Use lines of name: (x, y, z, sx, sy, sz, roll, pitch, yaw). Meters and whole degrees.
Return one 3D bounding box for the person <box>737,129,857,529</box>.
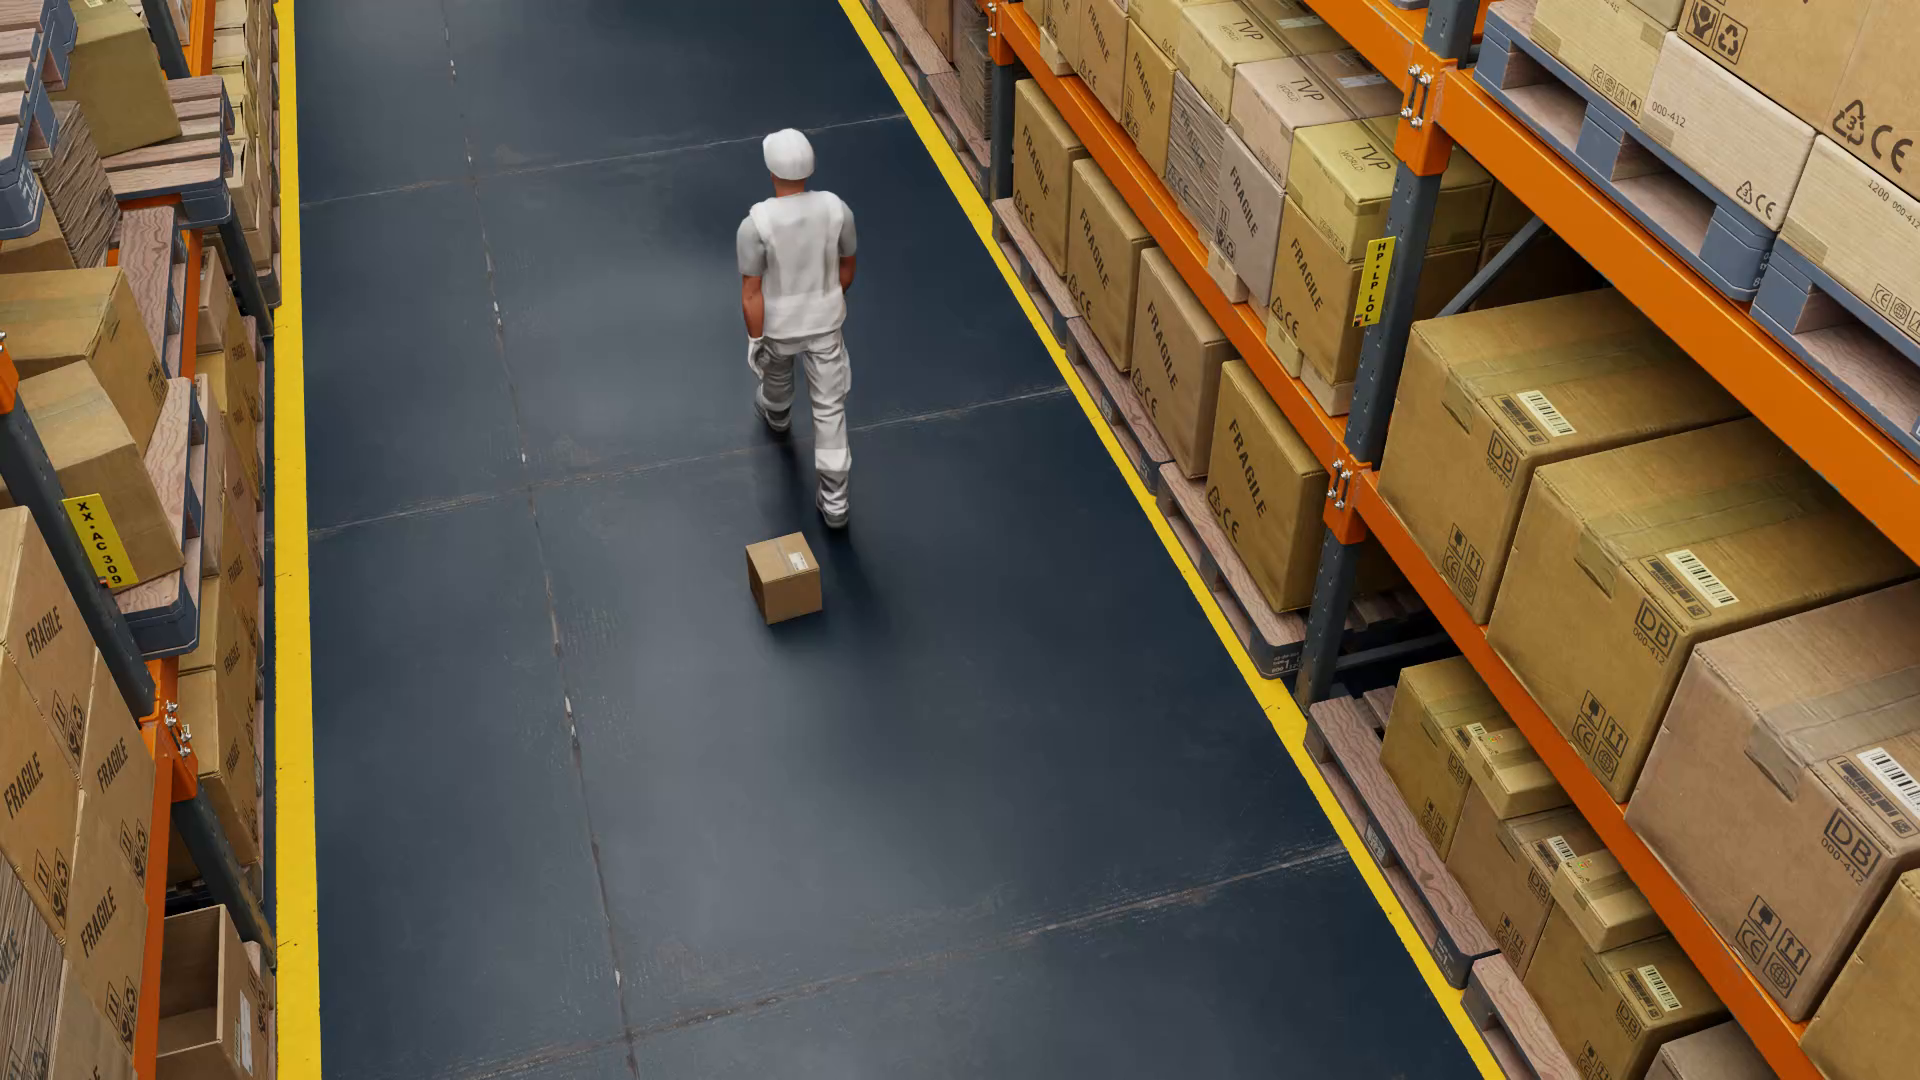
person: (-0.702, -1.007, 7.264, 0.528, 1.722, 1.079, -9, 43, -10)
